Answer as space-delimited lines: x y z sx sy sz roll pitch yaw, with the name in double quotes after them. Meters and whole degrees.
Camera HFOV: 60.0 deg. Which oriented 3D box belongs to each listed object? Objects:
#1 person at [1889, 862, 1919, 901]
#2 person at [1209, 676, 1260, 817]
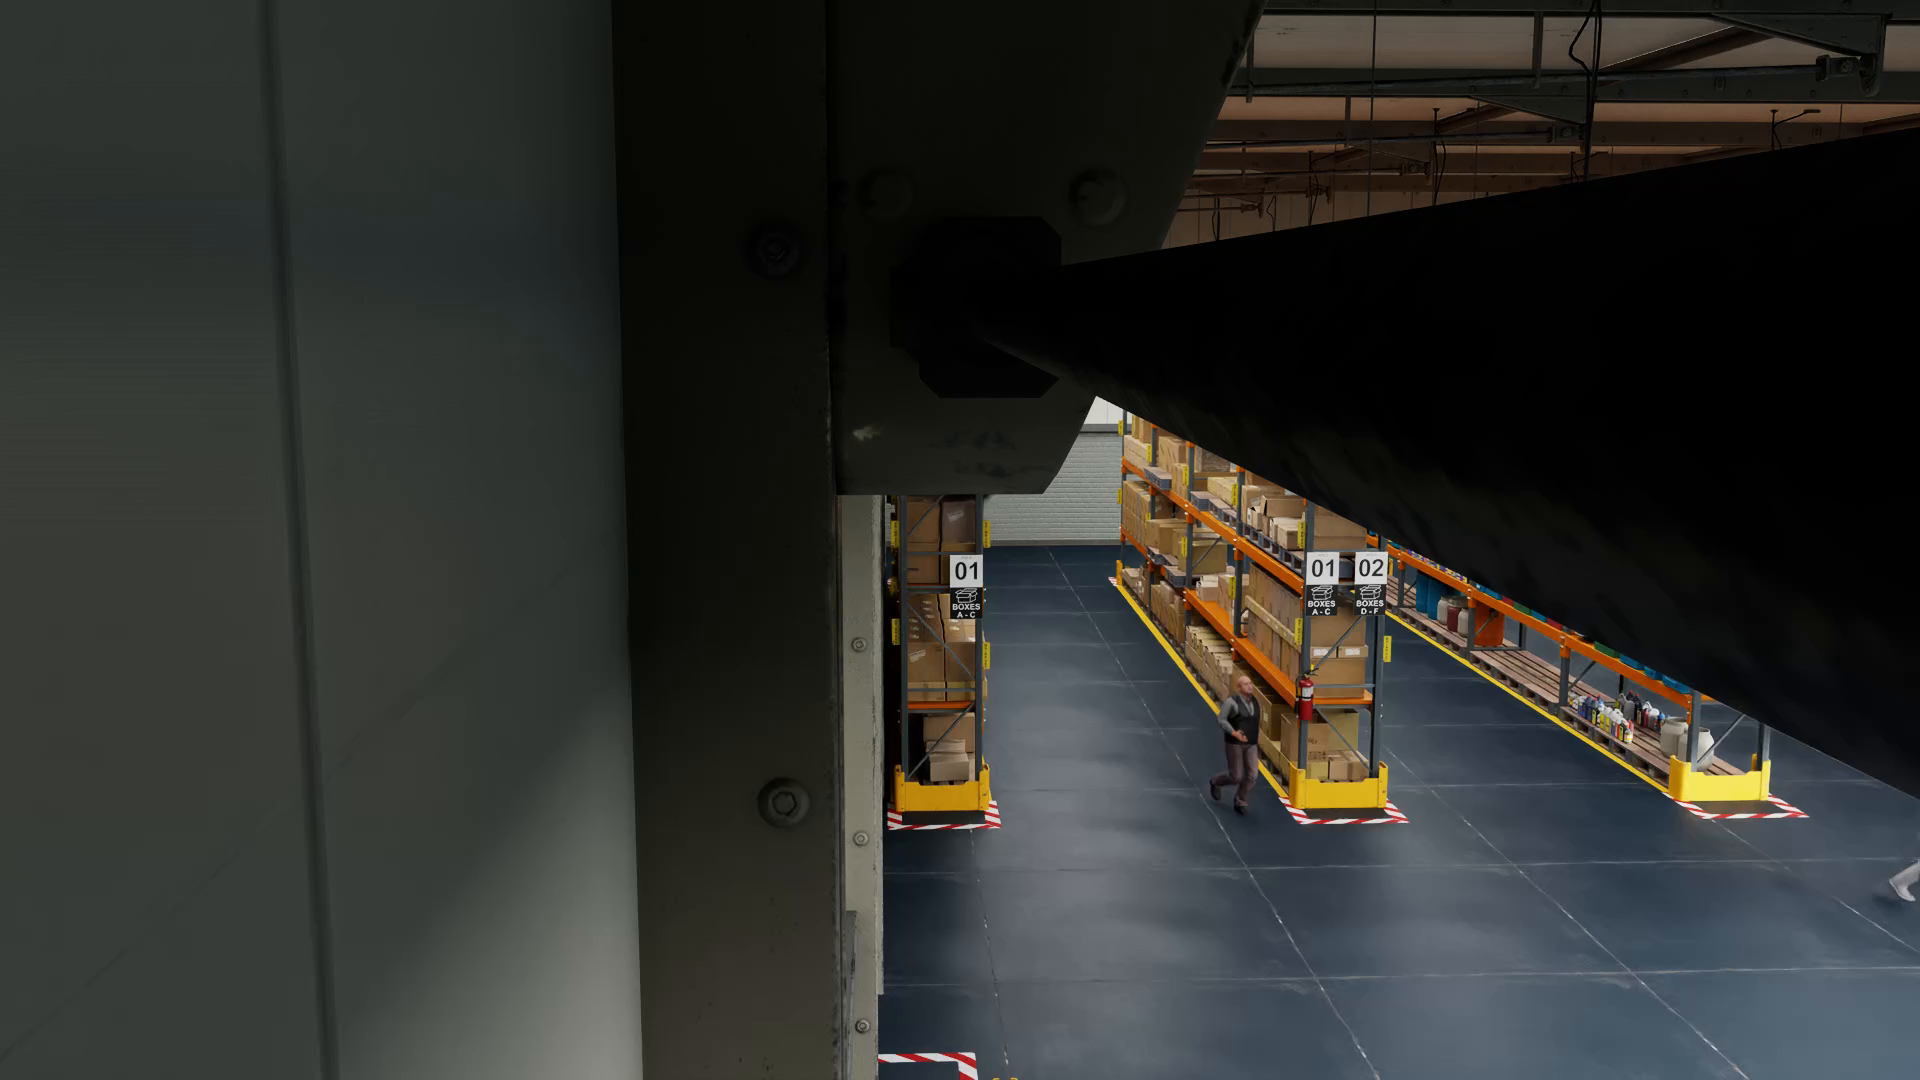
10.175 3.071 17.129 0.985 1.624 0.618 6 10 33 "person"
3.432 2.510 20.493 0.685 1.719 0.696 -5 10 -29 "person"
